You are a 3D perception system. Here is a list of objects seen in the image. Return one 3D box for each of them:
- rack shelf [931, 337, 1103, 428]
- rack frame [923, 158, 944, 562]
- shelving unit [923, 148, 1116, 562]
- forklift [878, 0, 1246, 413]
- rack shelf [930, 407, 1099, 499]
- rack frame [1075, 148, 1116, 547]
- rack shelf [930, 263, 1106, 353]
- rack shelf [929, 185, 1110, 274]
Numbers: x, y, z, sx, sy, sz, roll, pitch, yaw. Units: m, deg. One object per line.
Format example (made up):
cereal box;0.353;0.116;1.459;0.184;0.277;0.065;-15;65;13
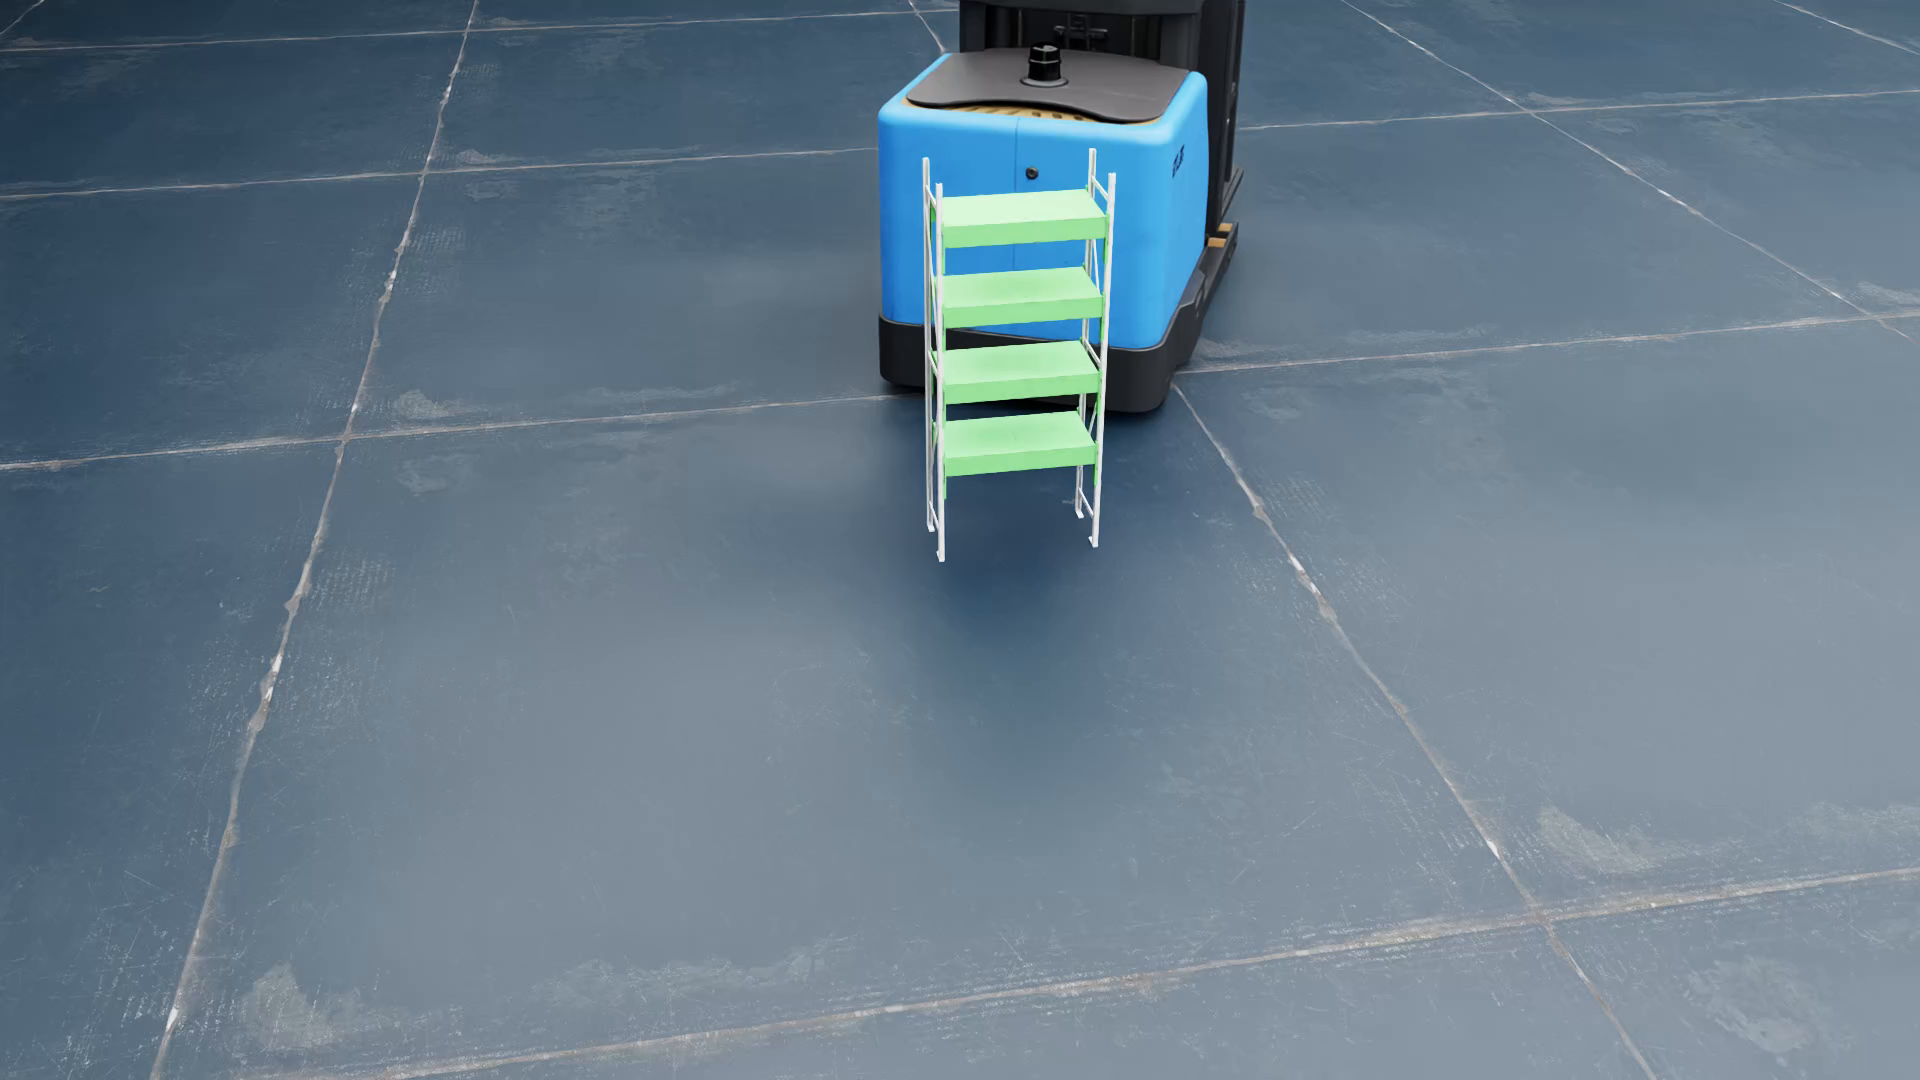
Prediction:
rack shelf;0.163;-0.477;5.004;0.480;0.148;0.258;-5;31;-9
rack frame;-0.077;-0.510;4.934;0.015;1.200;0.240;-5;31;-9
shelving unit;0.163;-0.532;4.972;0.503;1.200;0.258;-5;31;-9
forklift;0.602;-2.448;6.522;1.130;2.935;3.031;8;31;14
rack shelf;0.163;-0.270;5.126;0.480;0.148;0.258;-5;31;-9
rack frame;0.403;-0.555;5.009;0.015;1.200;0.240;-5;31;-9
rack shelf;0.163;-0.684;4.882;0.480;0.148;0.258;-5;31;-9
rack shelf;0.163;-0.891;4.761;0.480;0.148;0.258;-5;31;-9
